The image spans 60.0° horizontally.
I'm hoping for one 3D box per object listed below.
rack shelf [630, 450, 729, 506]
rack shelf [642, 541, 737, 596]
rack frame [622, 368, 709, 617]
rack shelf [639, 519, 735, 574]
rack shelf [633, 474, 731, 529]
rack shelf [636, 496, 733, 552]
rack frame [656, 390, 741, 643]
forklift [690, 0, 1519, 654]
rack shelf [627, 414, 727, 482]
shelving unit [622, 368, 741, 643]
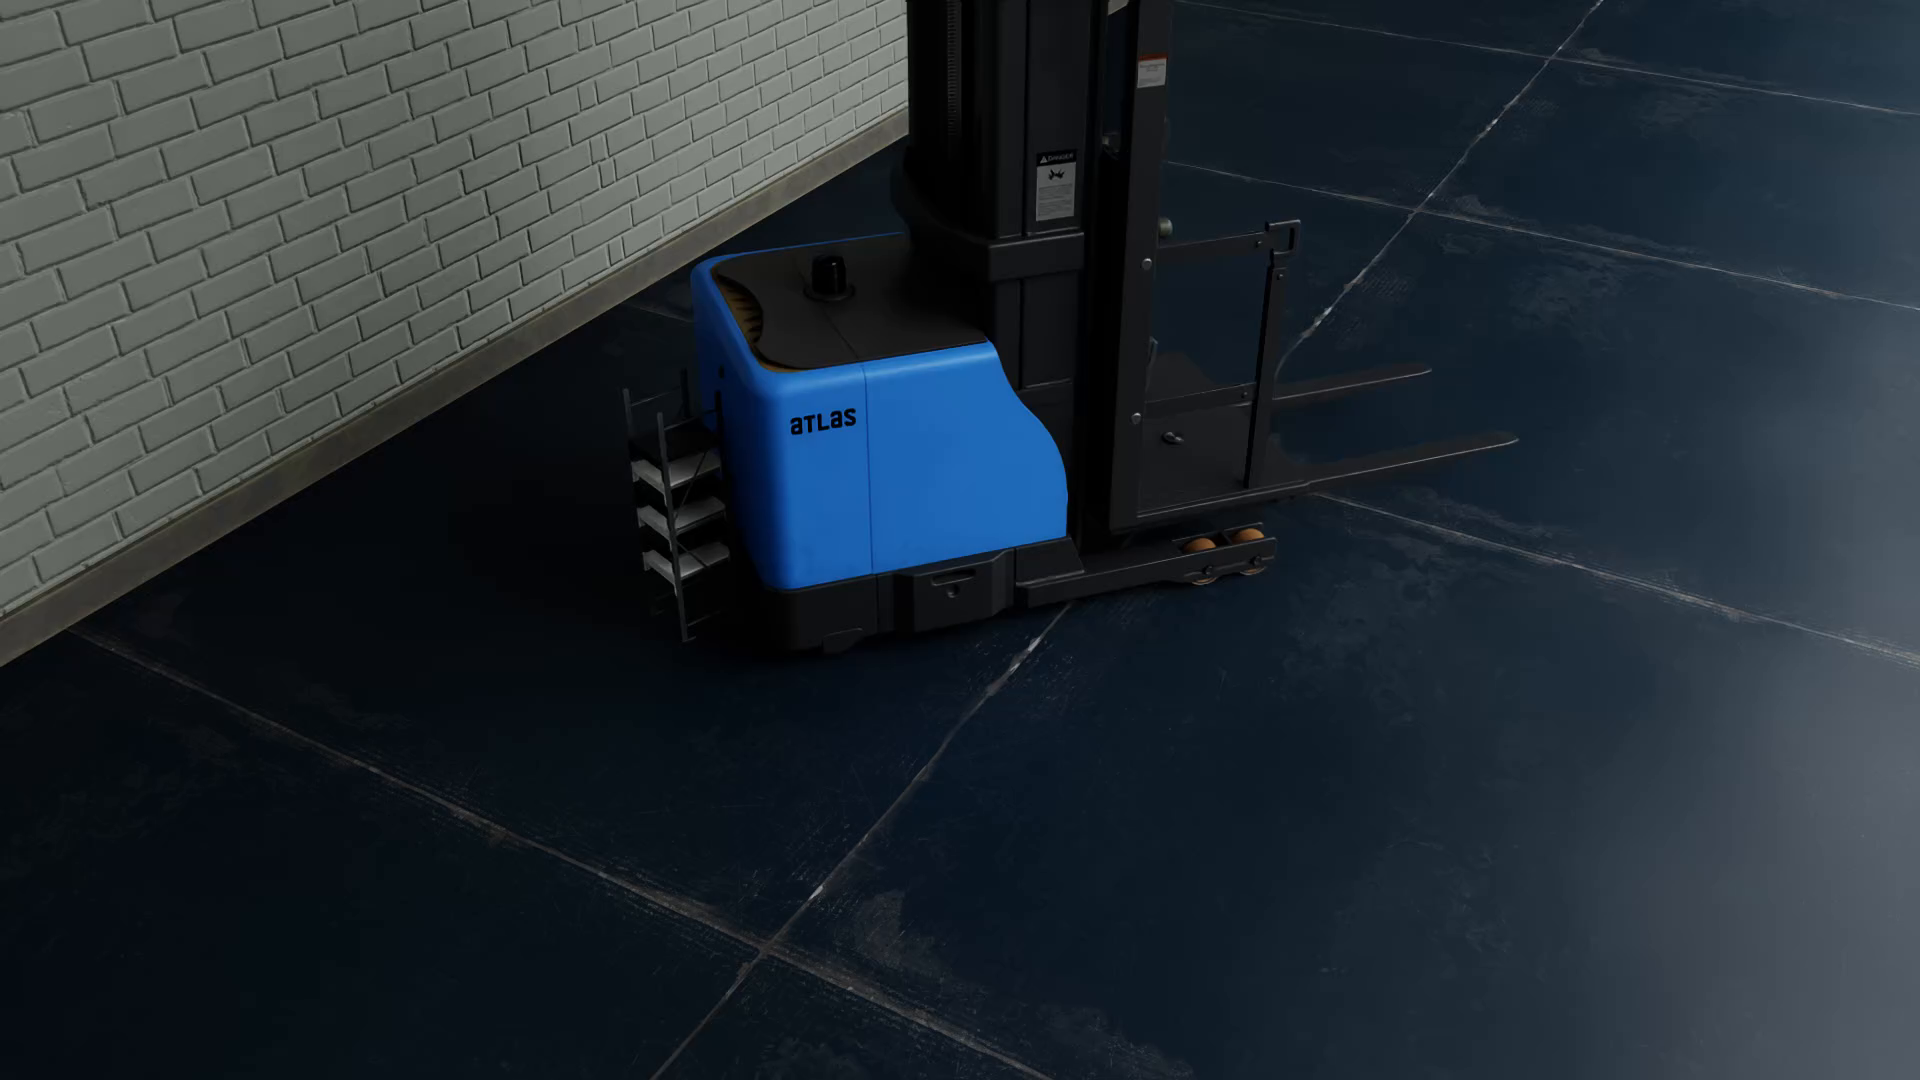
[{"bbox_3d":[-0.929,-0.228,5.516,0.258,0.077,0.200,-25,41,-33],"label":"rack shelf"},{"bbox_3d":[-0.929,0.071,5.716,0.258,0.077,0.200,-25,41,-33],"label":"rack shelf"},{"bbox_3d":[-0.995,-0.149,5.662,0.240,0.900,0.006,-25,41,-33],"label":"rack frame"},{"bbox_3d":[-0.929,-0.004,5.666,0.258,0.077,0.200,-25,41,-33],"label":"rack shelf"},{"bbox_3d":[-0.929,-0.153,5.566,0.258,0.077,0.200,-25,41,-33],"label":"rack shelf"},{"bbox_3d":[-0.929,-0.079,5.616,0.258,0.077,0.200,-25,41,-33],"label":"rack shelf"},{"bbox_3d":[-0.863,-0.064,5.533,0.240,0.900,0.006,-25,41,-33],"label":"rack frame"},{"bbox_3d":[0.624,-1.322,5.591,3.031,2.935,1.130,-11,35,-16],"label":"forklift"},{"bbox_3d":[-0.929,-0.303,5.467,0.258,0.077,0.200,-25,41,-33],"label":"rack shelf"},{"bbox_3d":[-0.929,-0.106,5.598,0.258,0.900,0.210,-25,41,-33],"label":"shelving unit"}]
